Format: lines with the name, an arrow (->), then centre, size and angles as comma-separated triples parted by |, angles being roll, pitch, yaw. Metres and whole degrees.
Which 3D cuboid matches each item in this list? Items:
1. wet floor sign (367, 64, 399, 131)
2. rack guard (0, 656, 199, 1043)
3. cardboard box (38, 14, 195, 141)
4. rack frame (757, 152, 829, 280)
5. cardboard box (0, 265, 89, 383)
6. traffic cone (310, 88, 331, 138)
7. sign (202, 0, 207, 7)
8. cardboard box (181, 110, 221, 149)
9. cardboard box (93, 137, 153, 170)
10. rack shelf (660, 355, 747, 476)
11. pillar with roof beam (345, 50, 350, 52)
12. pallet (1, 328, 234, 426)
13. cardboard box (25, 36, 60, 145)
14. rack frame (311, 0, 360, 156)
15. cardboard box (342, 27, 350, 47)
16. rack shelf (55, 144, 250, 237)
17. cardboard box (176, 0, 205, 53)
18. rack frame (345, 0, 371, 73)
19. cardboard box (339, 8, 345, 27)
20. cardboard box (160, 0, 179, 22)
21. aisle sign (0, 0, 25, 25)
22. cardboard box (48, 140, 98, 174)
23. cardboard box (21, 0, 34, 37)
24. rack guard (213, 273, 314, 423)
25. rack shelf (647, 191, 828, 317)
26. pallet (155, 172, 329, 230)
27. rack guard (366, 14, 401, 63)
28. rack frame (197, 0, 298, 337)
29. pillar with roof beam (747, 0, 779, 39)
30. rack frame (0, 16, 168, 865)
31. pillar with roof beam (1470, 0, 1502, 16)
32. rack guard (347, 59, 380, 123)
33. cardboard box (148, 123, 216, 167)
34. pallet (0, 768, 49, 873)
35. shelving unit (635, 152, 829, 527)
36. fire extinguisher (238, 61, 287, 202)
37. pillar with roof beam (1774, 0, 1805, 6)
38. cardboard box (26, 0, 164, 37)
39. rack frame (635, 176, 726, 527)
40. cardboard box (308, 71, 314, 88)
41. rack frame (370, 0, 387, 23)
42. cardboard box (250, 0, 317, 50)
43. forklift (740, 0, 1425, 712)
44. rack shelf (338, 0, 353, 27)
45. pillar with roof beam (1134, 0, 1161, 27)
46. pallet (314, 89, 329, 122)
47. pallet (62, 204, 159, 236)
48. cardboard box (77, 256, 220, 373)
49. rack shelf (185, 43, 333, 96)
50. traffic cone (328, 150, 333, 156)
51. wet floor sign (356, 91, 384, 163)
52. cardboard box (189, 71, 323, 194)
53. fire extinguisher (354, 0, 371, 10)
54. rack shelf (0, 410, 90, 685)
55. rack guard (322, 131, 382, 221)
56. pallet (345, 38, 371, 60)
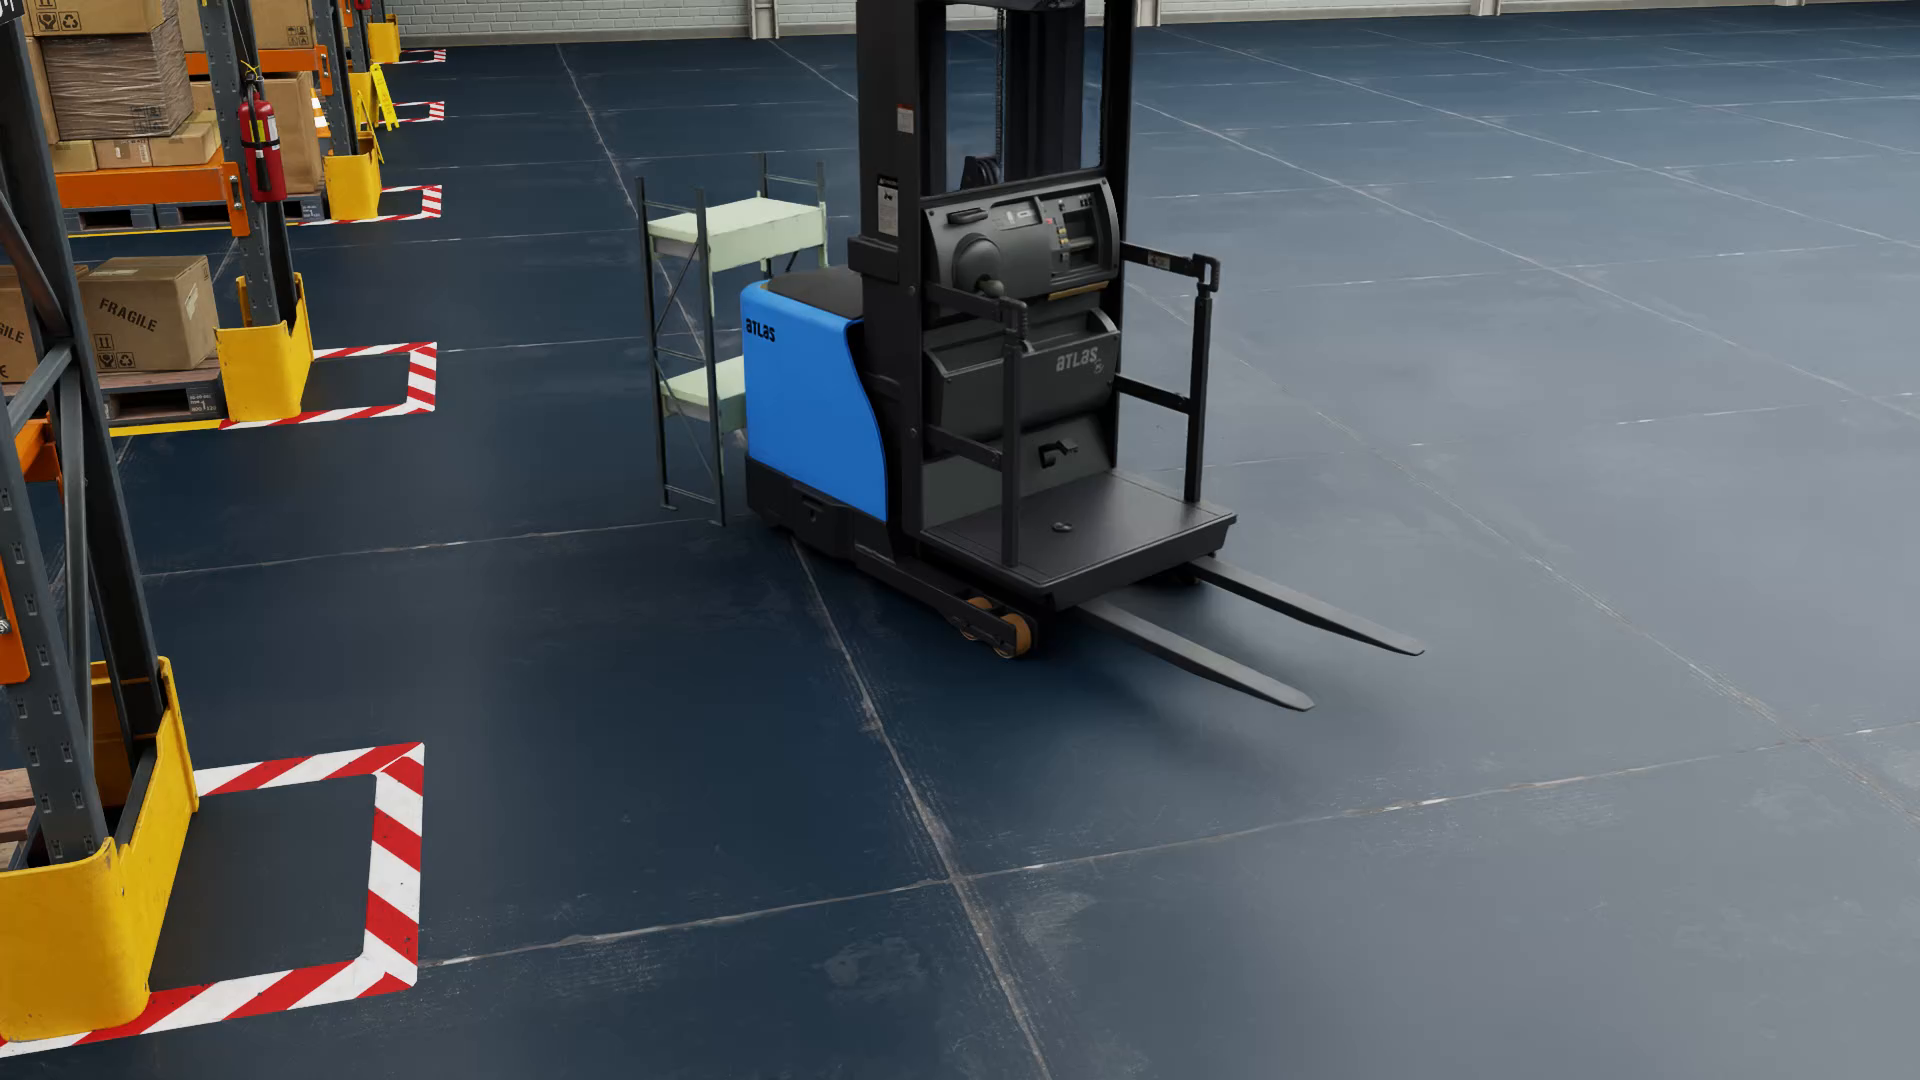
wet floor sign -> -5.934, -4.527, 16.983 | 0.232, 0.644, 0.267 | 2, 23, 4
rack guard -> -2.452, 0.822, 4.700 | 0.348, 0.500, 1.175 | -6, 24, -14
cardboard box -> -4.266, -2.367, 8.459 | 0.500, 0.500, 0.875 | -6, 24, -14
rack frame -> -0.754, -1.024, 7.733 | 0.400, 1.500, 0.023 | 17, 29, 35
cardboard box -> -4.901, -1.140, 8.741 | 0.500, 0.500, 0.500 | 0, 23, 0
traffic cone -> -6.472, -4.294, 16.670 | 0.334, 0.463, 0.336 | -6, 24, -14
sign -> -3.598, -2.697, 7.863 | 0.005, 0.325, 0.100 | -6, 24, -14
cardboard box -> -4.068, -2.177, 8.839 | 0.250, 0.149, 0.380 | -6, 24, -14
cardboard box -> -4.189, -1.982, 8.384 | 0.250, 0.149, 0.380 | -6, 24, -14
rack shelf -> -0.980, -0.611, 7.597 | 0.431, 0.370, 0.720 | 17, 29, 35
pillar with roof beam -> -7.501, -9.270, 17.442 | 0.400, 9.000, 9.100 | -6, 24, -14
pallet -> -4.594, -0.870, 9.010 | 1.213, 0.211, 1.003 | -6, 24, -14
cardboard box -> -4.715, -2.268, 8.229 | 0.500, 0.500, 0.875 | -6, 24, -14
rack frame -> -4.972, -4.127, 13.063 | 0.127, 3.000, 1.000 | -6, 24, -14
cardboard box -> -8.117, -6.639, 21.872 | 0.500, 0.250, 0.500 | -6, 24, -14
rack shelf -> -5.655, -1.689, 8.295 | 4.000, 0.370, 1.077 | -6, 24, -14
cardboard box -> -5.840, -4.072, 12.746 | 0.550, 0.550, 0.875 | -6, 24, -14
rack frame -> -6.406, -5.995, 17.418 | 0.127, 3.000, 1.000 | -6, 24, -14
cardboard box -> -8.135, -6.868, 21.772 | 0.500, 0.250, 0.500 | -7, 24, -15
cardboard box -> -4.332, -2.920, 8.479 | 0.500, 0.500, 0.500 | -6, 24, -14
aisle sign -> -2.401, -1.666, 4.032 | 0.004, 0.787, 0.394 | -6, 24, -14
cardboard box -> -4.415, -1.936, 8.277 | 0.250, 0.149, 0.380 | -6, 24, -14
cardboard box -> -4.672, -2.667, 7.890 | 0.500, 0.500, 0.500 | -6, 24, -14
rack guard -> -3.802, -1.076, 9.124 | 0.348, 0.500, 1.175 | -6, 24, -14
rack shelf -> -0.982, -1.270, 7.316 | 0.431, 0.370, 0.720 | 17, 29, 35
pallet -> -5.720, -2.730, 13.345 | 1.213, 0.211, 1.003 | -6, 24, -14
rack guard -> -7.727, -6.733, 22.308 | 0.348, 0.500, 1.175 | -6, 24, -14
rack frame -> -3.729, -2.233, 8.650 | 0.127, 3.000, 1.000 | -6, 24, -14
pillar with roof beam -> -1.724, -9.909, 18.931 | 0.400, 9.000, 9.100 | -6, 24, -14
rack frame -> -2.391, -0.352, 4.267 | 0.127, 3.000, 1.000 | -6, 24, -14
pillar with roof beam -> 9.829, -11.187, 21.910 | 0.400, 9.000, 9.100 | -6, 24, -14
rack guard -> -6.479, -4.838, 17.892 | 0.348, 0.500, 1.175 | -6, 24, -14
cardboard box -> -3.948, -2.009, 8.446 | 0.250, 0.149, 0.380 | -6, 24, -14
pallet -> -3.235, 1.040, 4.560 | 1.213, 0.211, 1.003 | -6, 24, -14
shelving unit -> -0.981, -0.911, 7.469 | 0.431, 1.500, 0.755 | 17, 29, 35
fire extinguisher -> -3.494, -2.034, 8.285 | 0.183, 0.674, 0.296 | -6, 24, -14
pillar with roof beam -> 15.606, -11.826, 23.399 | 0.400, 9.000, 9.100 | -6, 24, -14
cardboard box -> -4.192, -2.723, 8.019 | 0.500, 0.500, 0.500 | -6, 24, -14
rack frame -> -1.208, -0.798, 7.205 | 0.400, 1.500, 0.023 | 17, 29, 35
cardboard box -> -7.257, -4.944, 17.922 | 0.500, 0.250, 0.500 | -7, 24, -15
rack frame -> -7.750, -7.879, 21.809 | 0.127, 3.000, 1.000 | -6, 24, -14
cardboard box -> -5.317, -4.139, 12.902 | 0.550, 0.550, 0.875 | -6, 24, -14
forklift -> 0.387, -1.128, 6.162 | 1.130, 2.935, 3.031 | -19, 29, -37
rack shelf -> -8.332, -5.452, 17.063 | 4.000, 0.370, 1.077 | -6, 24, -14
pillar with roof beam -> 4.053, -10.548, 20.420 | 0.400, 9.000, 9.100 | -6, 24, -14
pallet -> -7.271, -4.633, 17.779 | 1.213, 0.211, 1.003 | -6, 24, -14
pallet -> -6.893, -2.602, 13.046 | 1.213, 0.211, 1.003 | -6, 24, -14
cardboard box -> -4.335, -1.217, 8.919 | 0.500, 0.500, 0.500 | -2, 23, -5
rack shelf -> -6.897, -3.583, 12.709 | 4.000, 0.370, 1.077 | -6, 24, -14
traffic cone -> -5.844, -3.909, 15.772 | 0.334, 0.463, 0.336 | -6, 24, -14
wet floor sign -> -5.479, -3.800, 15.287 | 0.232, 0.644, 0.267 | -11, 25, -23
cardboard box -> -5.607, -3.246, 13.173 | 0.875, 0.875, 0.875 | -6, 24, -14
fire extinguisher -> -6.171, -5.797, 17.054 | 0.183, 0.674, 0.296 | -6, 24, -14
rack shelf -> -4.317, 0.191, 3.913 | 4.000, 0.370, 1.077 | -6, 24, -14
rack guard -> -4.948, -2.980, 13.562 | 0.348, 0.500, 1.175 | -6, 24, -14
pallet -> -8.475, -6.501, 22.132 | 1.213, 0.211, 1.003 | -6, 24, -14
